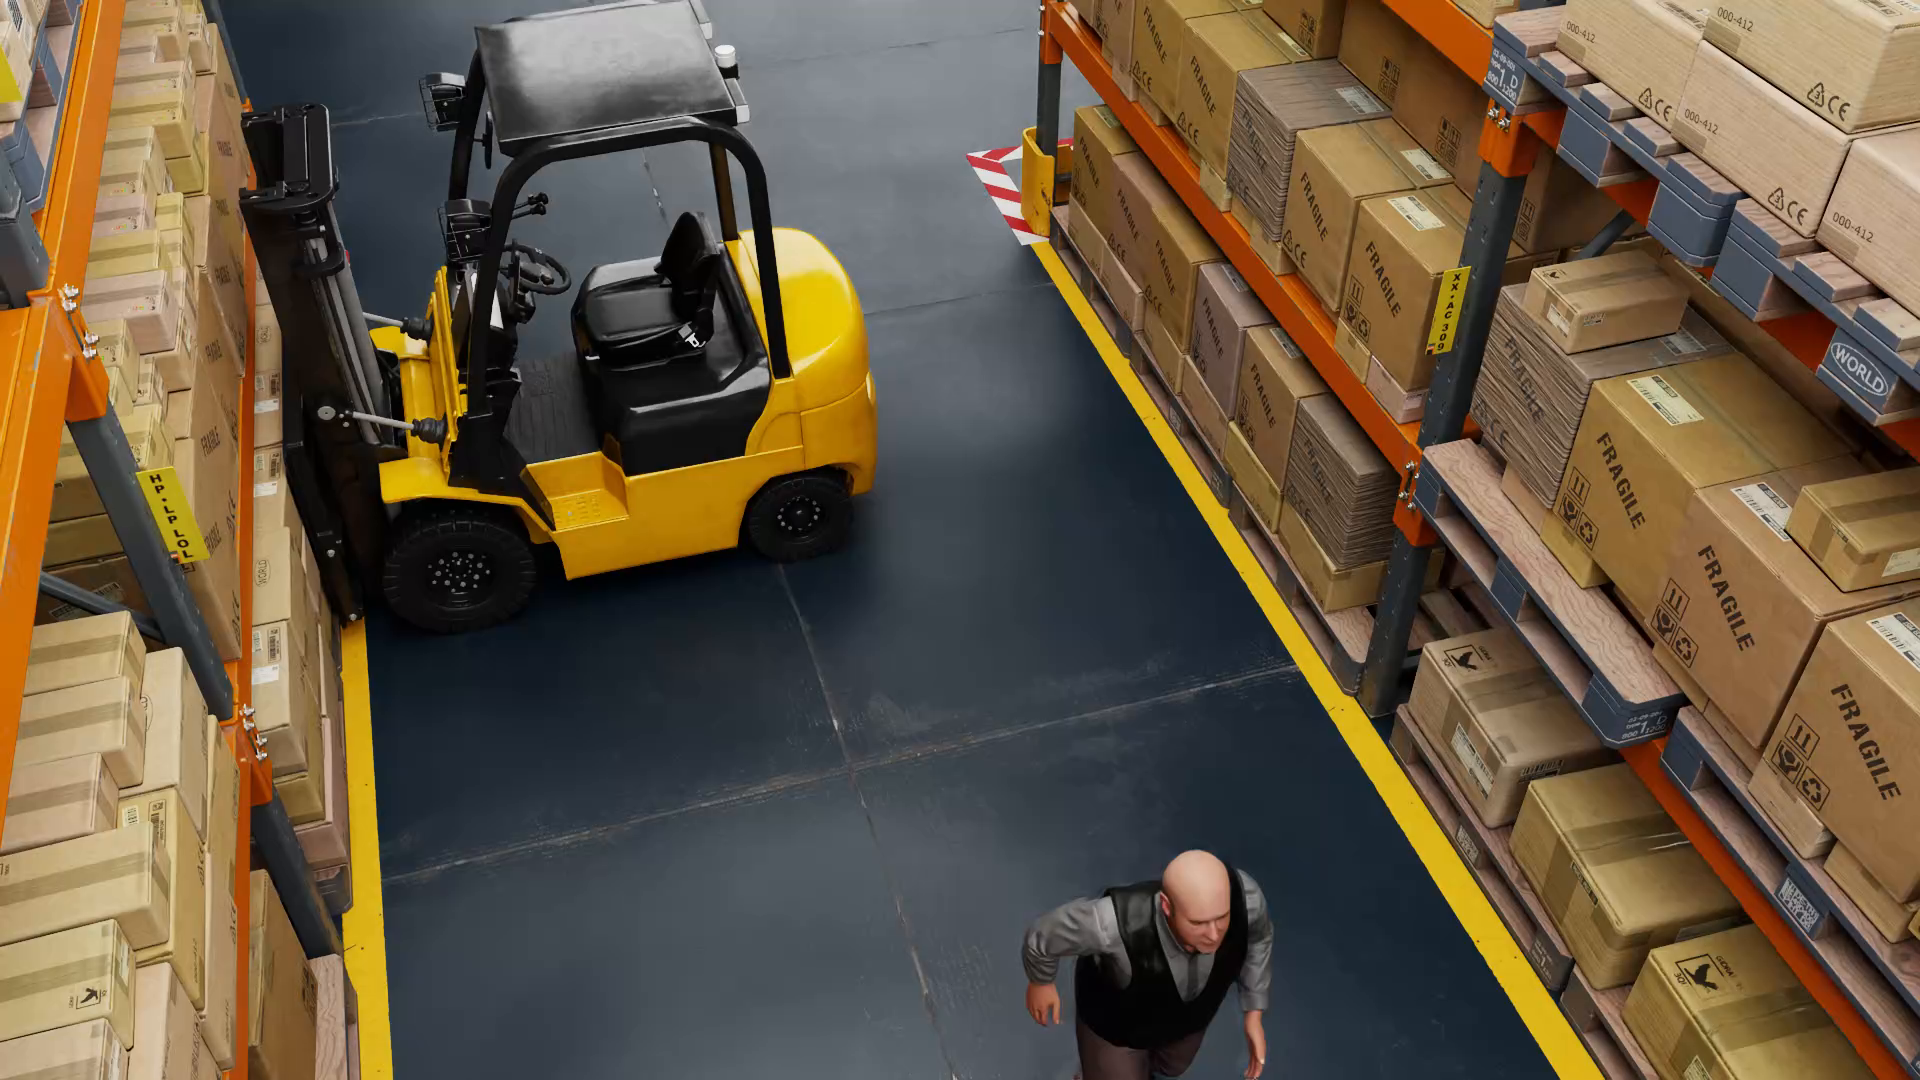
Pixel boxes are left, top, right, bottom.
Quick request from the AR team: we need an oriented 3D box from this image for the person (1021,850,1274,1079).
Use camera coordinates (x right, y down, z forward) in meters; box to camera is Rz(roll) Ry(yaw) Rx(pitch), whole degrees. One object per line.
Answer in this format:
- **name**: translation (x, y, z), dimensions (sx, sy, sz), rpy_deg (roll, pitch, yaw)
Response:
- **person**: translation (0.534, 1.337, 4.746), dimensions (0.682, 1.645, 0.738), rpy_deg (-15, 44, -17)
